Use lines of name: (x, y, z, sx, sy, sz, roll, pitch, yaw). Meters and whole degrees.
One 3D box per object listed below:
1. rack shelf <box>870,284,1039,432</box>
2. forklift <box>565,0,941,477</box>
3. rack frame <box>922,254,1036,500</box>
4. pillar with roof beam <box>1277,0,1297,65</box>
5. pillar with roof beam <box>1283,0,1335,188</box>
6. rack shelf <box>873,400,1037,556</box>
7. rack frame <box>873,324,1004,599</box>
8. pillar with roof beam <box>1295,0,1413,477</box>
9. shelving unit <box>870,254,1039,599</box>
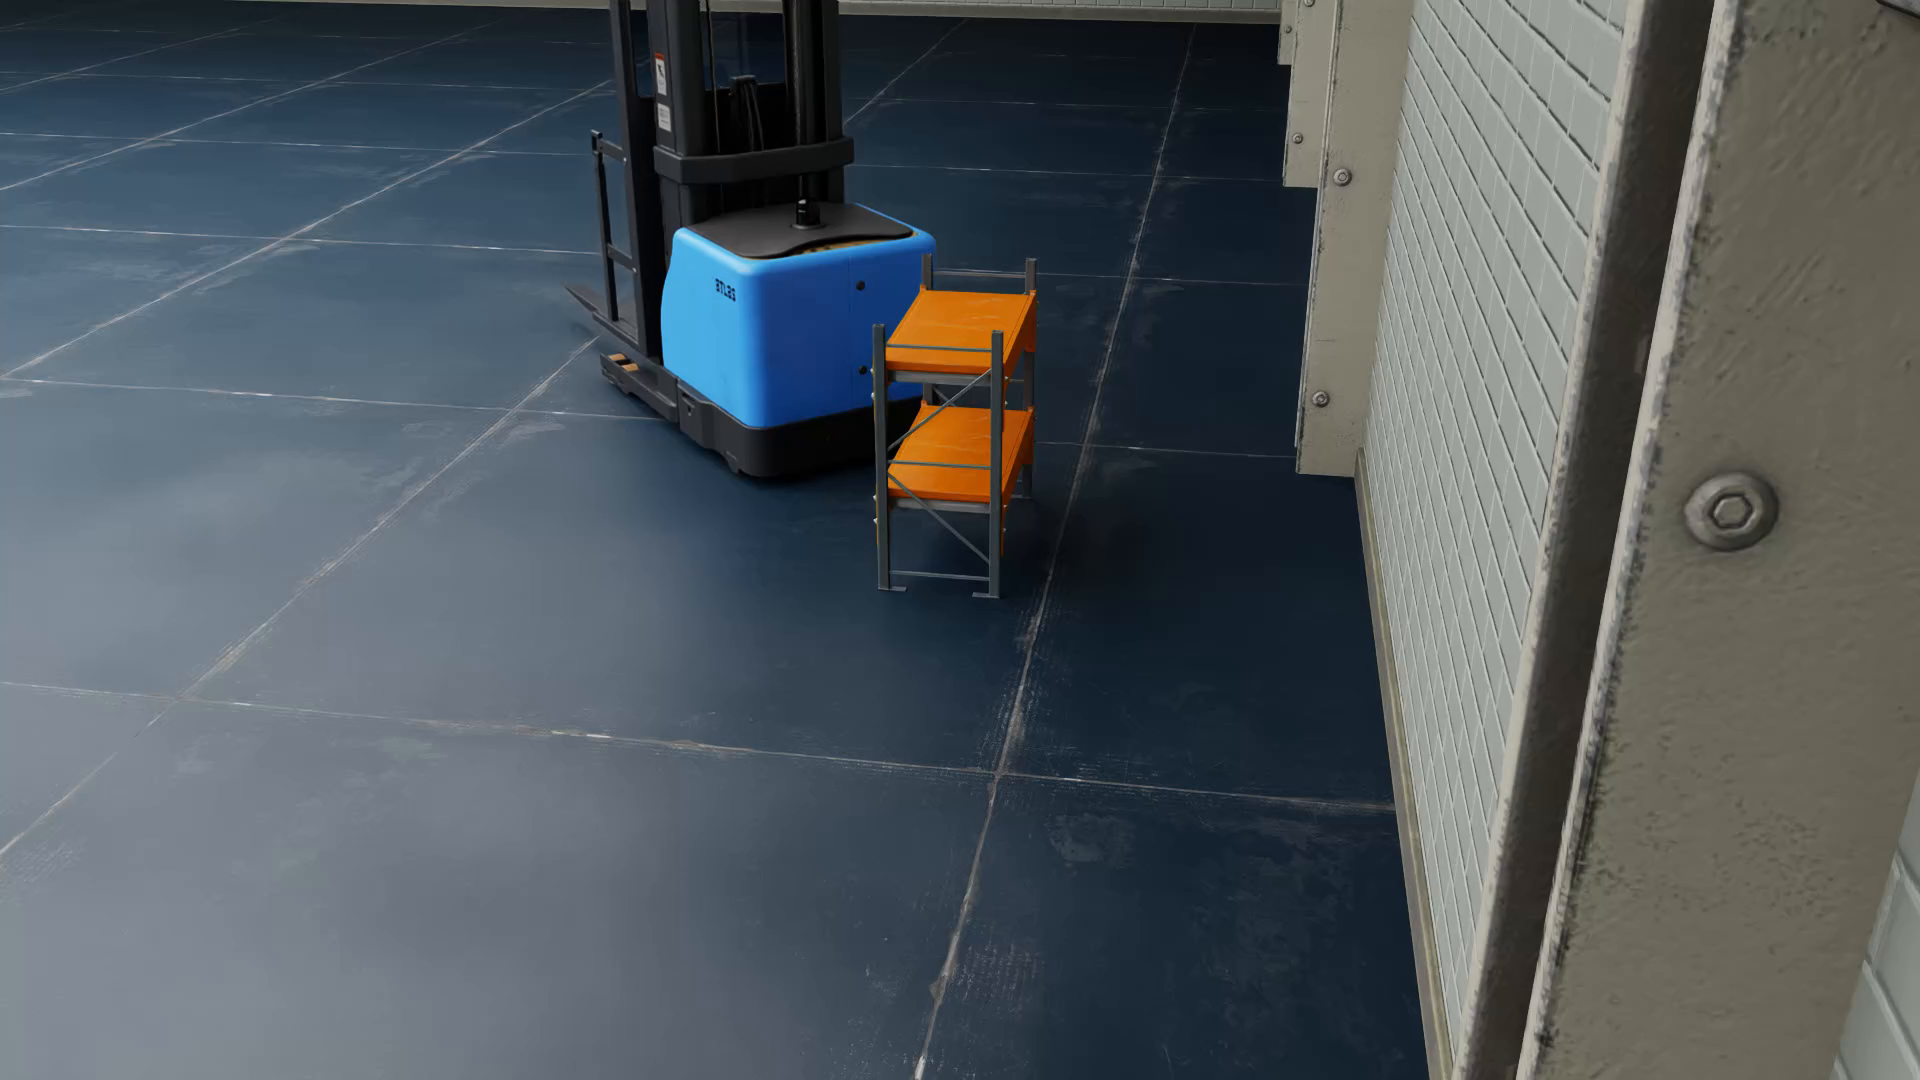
rack shelf: (-0.001, -0.772, 6.881, 0.538, 0.278, 1.000, 4, 25, 9)
forklift: (-1.299, -2.199, 8.490, 1.130, 2.935, 3.031, -15, 29, -29)
rack frame: (0.082, -0.719, 7.460, 0.500, 1.125, 0.032, 4, 25, 9)
pillar with roof beam: (-0.499, -9.783, 17.536, 9.100, 9.000, 0.400, 4, 25, 9)
pillar with roof beam: (-1.479, -7.274, 12.175, 9.100, 9.000, 0.400, 4, 25, 9)
rack shelf: (-0.001, -0.285, 7.109, 0.538, 0.278, 1.000, 4, 25, 9)
rack frame: (-0.084, -0.294, 6.551, 0.500, 1.125, 0.032, 4, 25, 9)
pillar with roof beam: (-2.460, -4.764, 6.814, 9.100, 9.000, 0.400, 4, 25, 9)
shelving unit: (-0.001, -0.507, 7.005, 0.538, 1.125, 1.048, 4, 25, 9)
